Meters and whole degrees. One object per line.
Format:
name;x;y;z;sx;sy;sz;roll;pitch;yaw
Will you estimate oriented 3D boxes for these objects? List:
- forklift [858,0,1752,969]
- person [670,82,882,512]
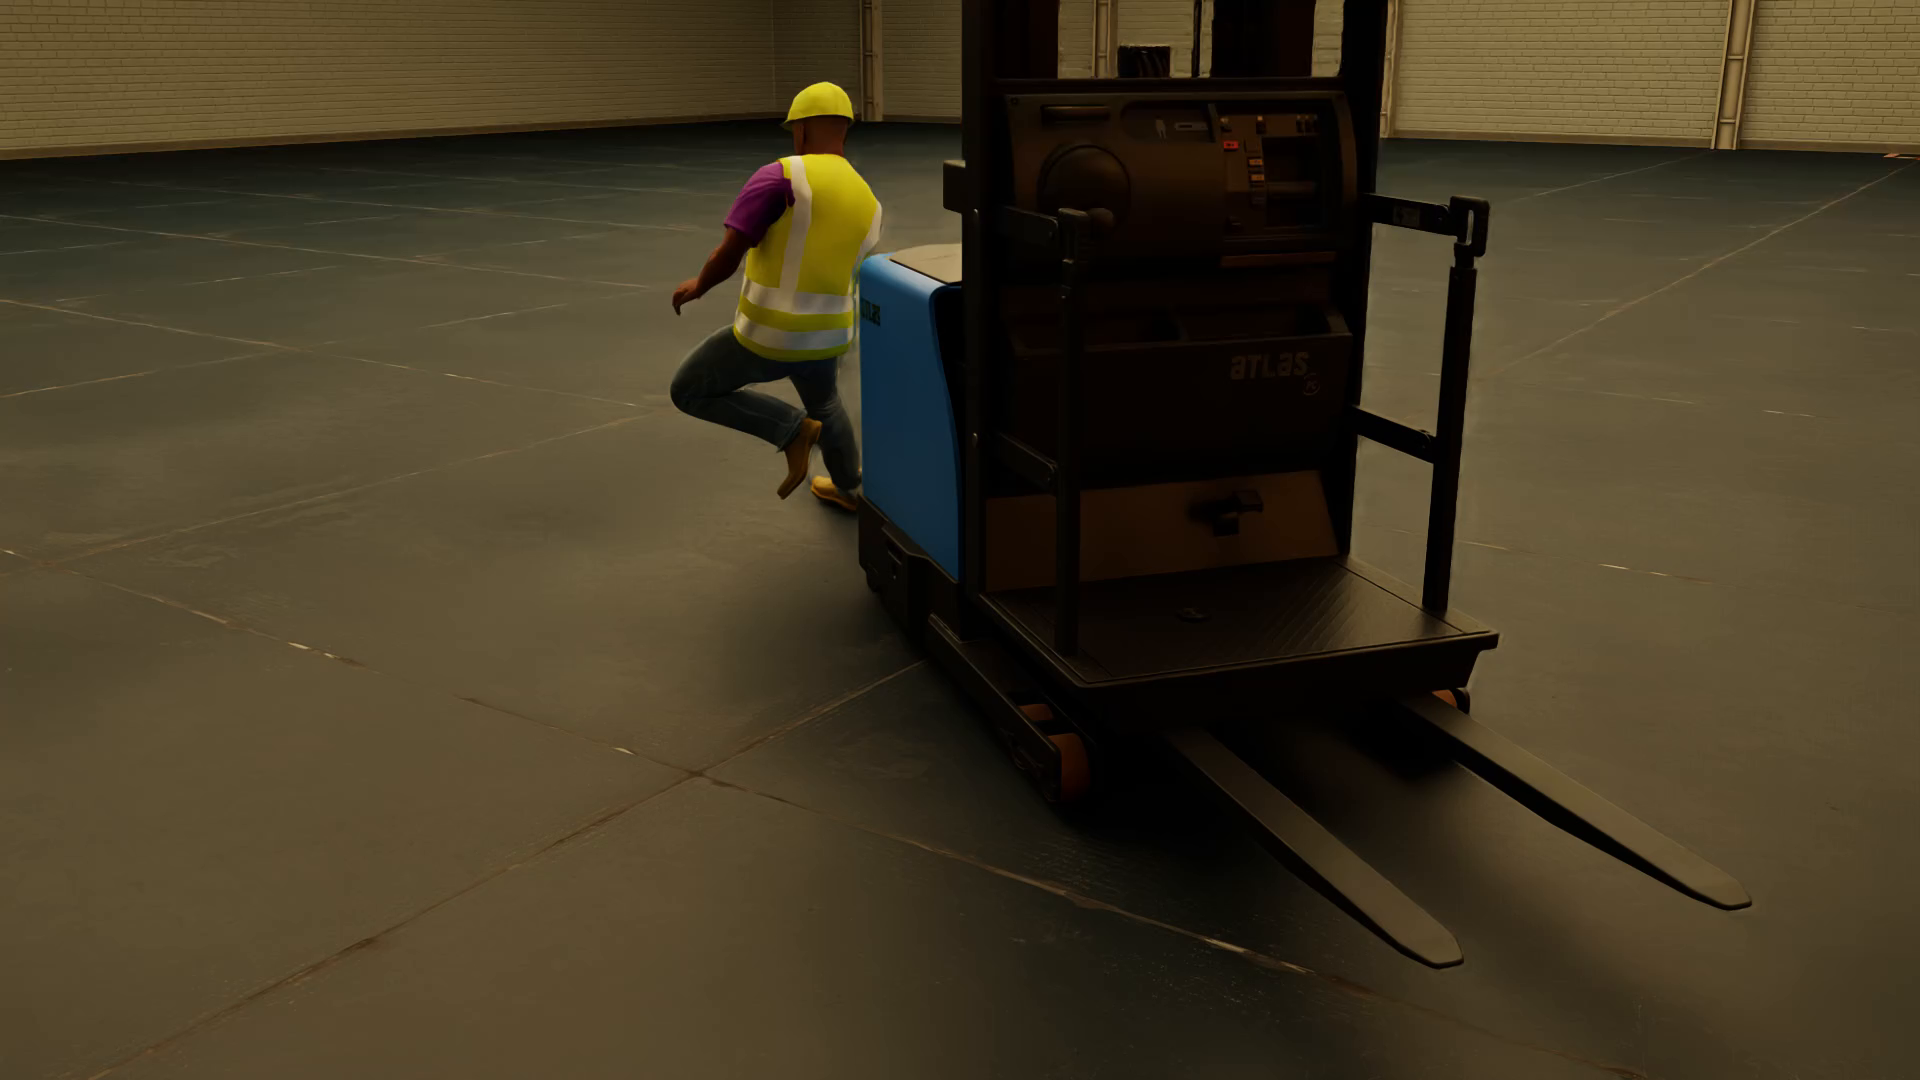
forklift;0.625;-0.918;3.902;1.130;2.935;3.031;-6;18;-18
person;-0.634;-0.801;5.885;0.825;1.586;0.794;-15;22;-41
